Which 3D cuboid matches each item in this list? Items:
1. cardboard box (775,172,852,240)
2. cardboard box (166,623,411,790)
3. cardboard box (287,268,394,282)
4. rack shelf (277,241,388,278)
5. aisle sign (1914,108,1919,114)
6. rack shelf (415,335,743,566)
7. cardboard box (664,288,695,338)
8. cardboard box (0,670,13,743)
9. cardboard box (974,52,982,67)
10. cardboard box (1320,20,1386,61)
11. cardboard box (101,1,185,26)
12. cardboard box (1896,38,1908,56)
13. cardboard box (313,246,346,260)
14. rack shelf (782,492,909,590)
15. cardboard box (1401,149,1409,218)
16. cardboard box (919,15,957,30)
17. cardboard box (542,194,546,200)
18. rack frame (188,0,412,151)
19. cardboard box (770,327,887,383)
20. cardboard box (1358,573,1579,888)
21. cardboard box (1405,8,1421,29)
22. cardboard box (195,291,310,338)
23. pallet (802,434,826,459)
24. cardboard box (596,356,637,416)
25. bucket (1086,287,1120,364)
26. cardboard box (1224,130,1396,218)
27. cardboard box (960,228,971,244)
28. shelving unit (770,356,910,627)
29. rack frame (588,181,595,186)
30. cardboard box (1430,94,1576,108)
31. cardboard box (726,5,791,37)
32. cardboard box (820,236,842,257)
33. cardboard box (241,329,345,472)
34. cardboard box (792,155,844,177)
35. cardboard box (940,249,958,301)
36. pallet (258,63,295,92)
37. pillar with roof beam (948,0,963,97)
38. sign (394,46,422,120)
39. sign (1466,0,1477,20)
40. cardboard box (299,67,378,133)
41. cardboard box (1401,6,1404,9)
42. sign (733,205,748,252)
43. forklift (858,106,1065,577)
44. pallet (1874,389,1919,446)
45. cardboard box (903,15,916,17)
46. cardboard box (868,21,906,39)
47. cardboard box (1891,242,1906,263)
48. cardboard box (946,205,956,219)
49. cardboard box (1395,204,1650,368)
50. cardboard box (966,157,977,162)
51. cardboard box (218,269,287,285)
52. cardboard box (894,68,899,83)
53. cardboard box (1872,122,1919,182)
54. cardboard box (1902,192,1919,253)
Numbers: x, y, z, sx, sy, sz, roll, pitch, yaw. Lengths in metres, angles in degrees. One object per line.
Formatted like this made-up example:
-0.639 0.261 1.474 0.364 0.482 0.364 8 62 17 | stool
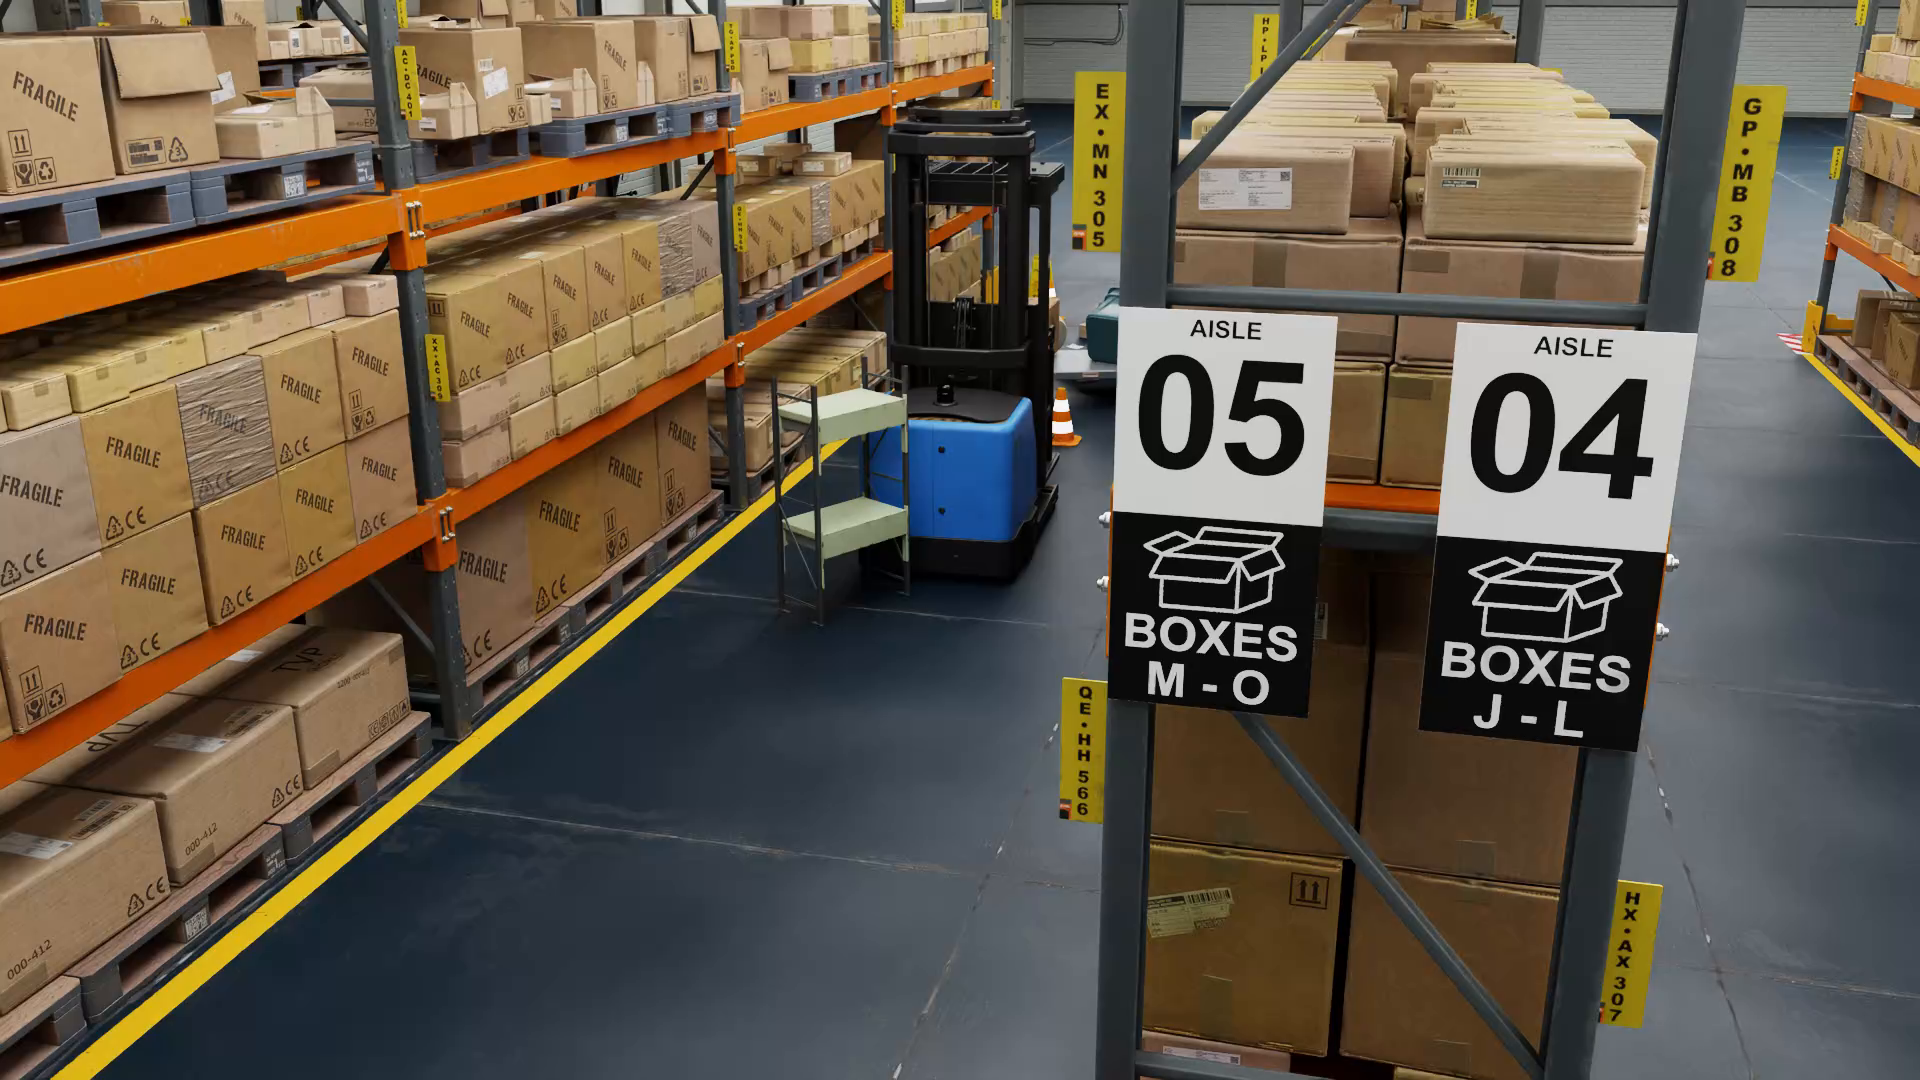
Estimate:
-1.242 -2.838 14.091 0.500 0.500 0.500 5 20 15 | cardboard box
-3.312 0.779 8.081 0.875 0.438 0.875 4 19 13 | cardboard box
-3.188 -1.104 8.576 0.500 0.500 0.500 5 20 15 | cardboard box
-6.402 -2.354 15.053 1.077 0.370 4.000 5 19 13 | rack shelf
9.793 -4.628 16.574 0.394 0.787 0.004 5 19 13 | aisle sign
-2.565 -0.710 10.238 1.077 0.370 4.000 5 19 13 | rack shelf
-2.070 -1.510 10.926 0.500 0.250 0.500 4 19 12 | cardboard box
-3.539 0.495 5.444 0.500 0.500 0.500 4 19 13 | cardboard box
0.033 -5.271 18.226 0.380 0.149 0.250 5 19 14 | cardboard box
2.256 -2.880 9.500 0.396 0.266 0.258 5 19 13 | cardboard box
-6.478 -3.988 13.124 0.500 0.500 0.500 5 19 14 | cardboard box
8.898 -4.553 15.351 0.380 0.149 0.250 5 19 13 | cardboard box
-6.052 -2.761 15.362 0.500 0.250 0.500 5 19 14 | cardboard box
-0.724 -0.004 10.386 0.431 0.370 0.720 18 26 42 | rack shelf
1.045 -1.038 4.903 0.500 0.250 0.500 4 19 11 | cardboard box
-0.242 -5.422 17.436 0.380 0.149 0.250 5 19 13 | cardboard box
-5.063 -4.125 18.969 0.500 0.500 0.500 4 19 12 | cardboard box
-3.054 -3.262 7.316 1.000 3.000 0.127 5 19 13 | rack frame
-1.225 -1.721 15.502 0.950 0.372 0.625 5 19 14 | cardboard box
1.160 0.409 3.689 0.500 0.500 0.500 5 19 13 | cardboard box
4.361 -4.754 15.293 0.500 0.250 0.500 4 19 13 | cardboard box
-3.061 -0.978 7.204 0.380 0.149 0.250 5 19 13 | cardboard box
-1.584 -0.983 14.240 1.003 0.211 1.213 5 19 13 | pallet
-2.294 -0.947 10.052 0.500 0.250 0.500 4 19 12 | cardboard box
1.523 -1.966 15.517 0.726 0.611 0.620 12 32 32 | bucket
0.724 -0.783 3.540 0.380 0.149 0.250 5 19 14 | cardboard box
-0.090 -3.352 18.301 0.380 0.149 0.250 5 20 15 | cardboard box
-0.724 -0.312 10.281 0.431 1.500 0.755 18 26 42 | shelving unit
-4.936 -4.575 20.442 1.000 3.000 0.127 5 19 13 | rack frame
1.501 -1.152 4.621 0.380 0.149 0.250 5 20 15 | cardboard box
-1.743 -4.406 14.115 0.500 0.250 0.500 4 19 12 | cardboard box
-1.221 -2.509 14.131 0.380 0.149 0.250 5 19 13 | cardboard box
-3.033 -0.616 7.148 0.500 0.500 0.500 4 19 13 | cardboard box
-1.193 -3.157 14.022 0.380 0.149 0.250 4 19 11 | cardboard box
-0.319 -2.844 17.817 0.500 0.500 0.500 4 19 12 | cardboard box
-6.542 -3.968 14.317 1.003 0.211 1.213 6 20 16 | pallet
4.058 -14.450 40.070 9.100 9.000 0.400 5 19 13 | pillar with roof beam
-2.516 -2.082 7.578 0.100 0.325 0.005 5 19 13 | sign
4.254 -4.345 13.840 0.100 0.325 0.005 5 19 13 | sign
-3.042 -2.292 8.605 0.500 0.311 0.500 5 19 13 | cardboard box
4.090 -5.112 16.341 0.500 0.250 0.500 5 19 13 | cardboard box
-1.538 -2.182 11.644 0.100 0.325 0.005 5 19 13 | sign
0.125 -1.587 11.798 1.130 2.935 3.031 4 19 11 | forklift
8.640 -1.042 14.411 1.003 0.211 1.213 5 19 13 | pallet
-0.675 -5.455 17.533 0.380 0.149 0.250 5 19 13 | cardboard box
-0.706 -4.682 15.268 0.380 0.149 0.250 4 19 12 | cardboard box
8.658 -2.589 15.015 0.380 0.149 0.250 5 19 13 | cardboard box
-0.251 -3.525 17.756 0.380 0.149 0.250 4 19 13 | cardboard box
1.155 -0.516 3.374 0.500 0.250 0.500 5 19 14 | cardboard box
-0.114 -4.024 18.213 0.500 0.500 0.500 5 19 14 | cardboard box
-3.383 -1.172 7.774 0.380 0.149 0.250 4 19 13 | cardboard box
-0.782 -4.311 15.415 0.380 0.149 0.250 4 19 13 | cardboard box
8.839 -3.599 15.423 0.500 0.500 0.500 5 19 13 | cardboard box
8.861 -2.791 14.603 0.875 0.500 0.500 5 19 13 | cardboard box
